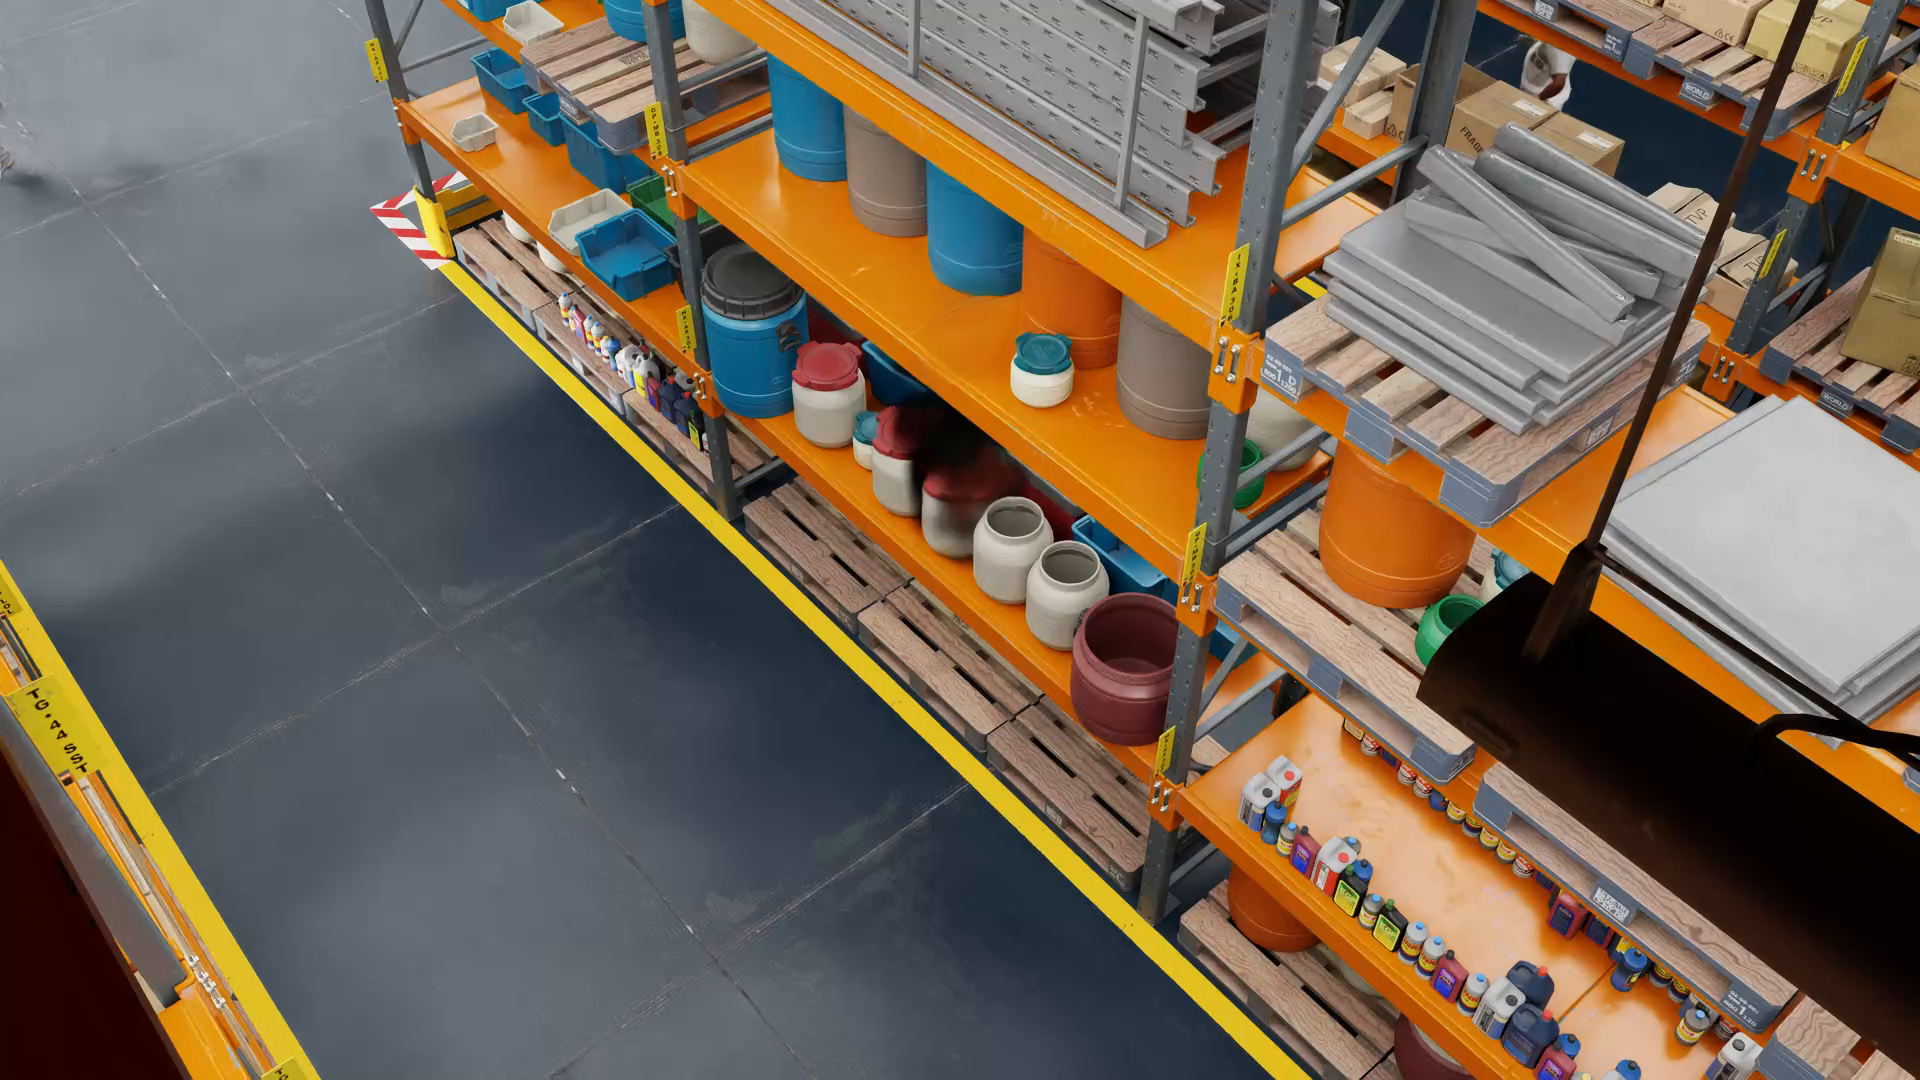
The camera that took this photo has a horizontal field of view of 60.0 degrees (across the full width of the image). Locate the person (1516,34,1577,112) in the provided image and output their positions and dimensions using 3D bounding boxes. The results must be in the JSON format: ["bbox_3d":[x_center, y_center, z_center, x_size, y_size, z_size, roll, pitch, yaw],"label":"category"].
[{"bbox_3d":[4.538,-3.421,12.972,0.672,1.814,0.899,-31,54,-26],"label":"person"}]

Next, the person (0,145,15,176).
[{"bbox_3d":[-8.233,-3.613,13.162,0.917,1.788,0.645,-7,47,-6],"label":"person"}]
